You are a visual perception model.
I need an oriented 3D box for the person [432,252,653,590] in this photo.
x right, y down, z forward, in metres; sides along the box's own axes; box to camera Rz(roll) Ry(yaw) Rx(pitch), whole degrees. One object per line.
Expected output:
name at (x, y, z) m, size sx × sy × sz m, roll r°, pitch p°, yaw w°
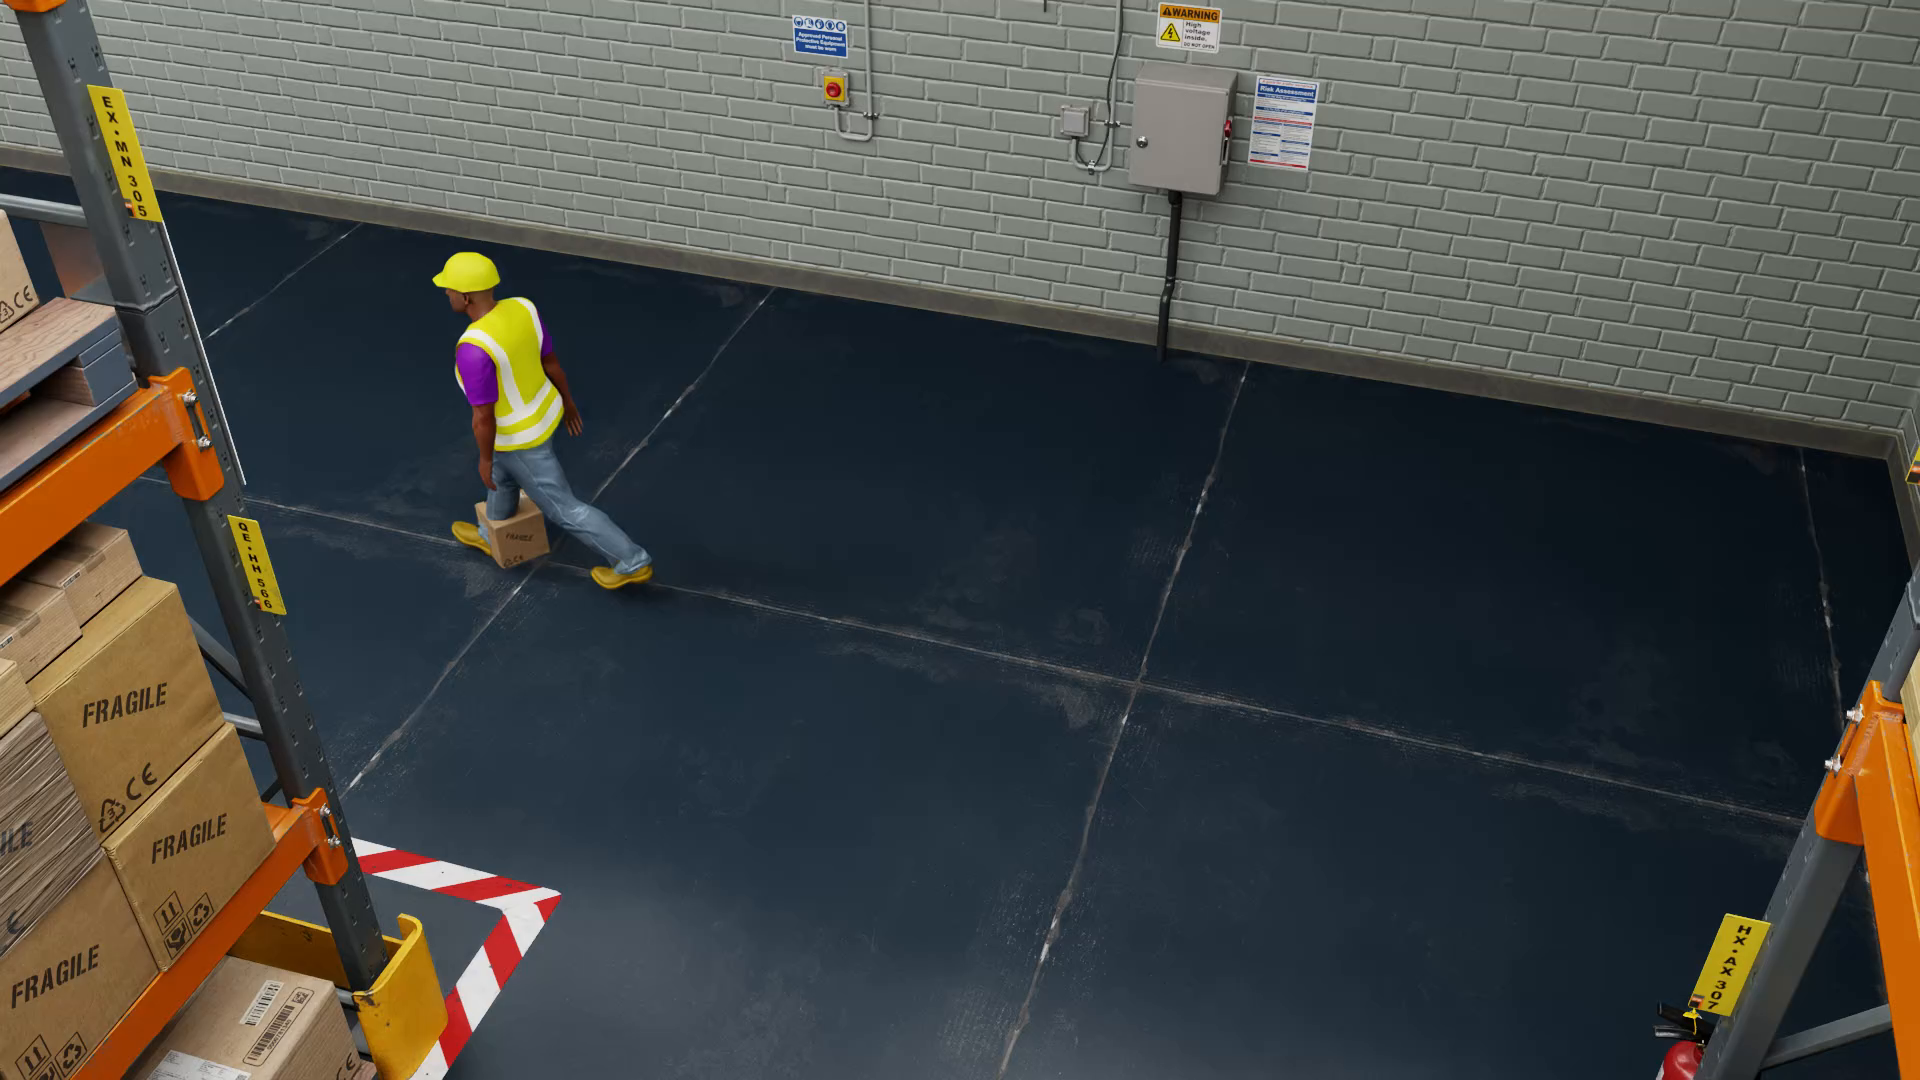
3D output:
person at (-1.999, -0.517, 7.613) m, size 1.132 × 1.702 × 0.587 m, roll 7°, pitch 37°, yaw 9°
